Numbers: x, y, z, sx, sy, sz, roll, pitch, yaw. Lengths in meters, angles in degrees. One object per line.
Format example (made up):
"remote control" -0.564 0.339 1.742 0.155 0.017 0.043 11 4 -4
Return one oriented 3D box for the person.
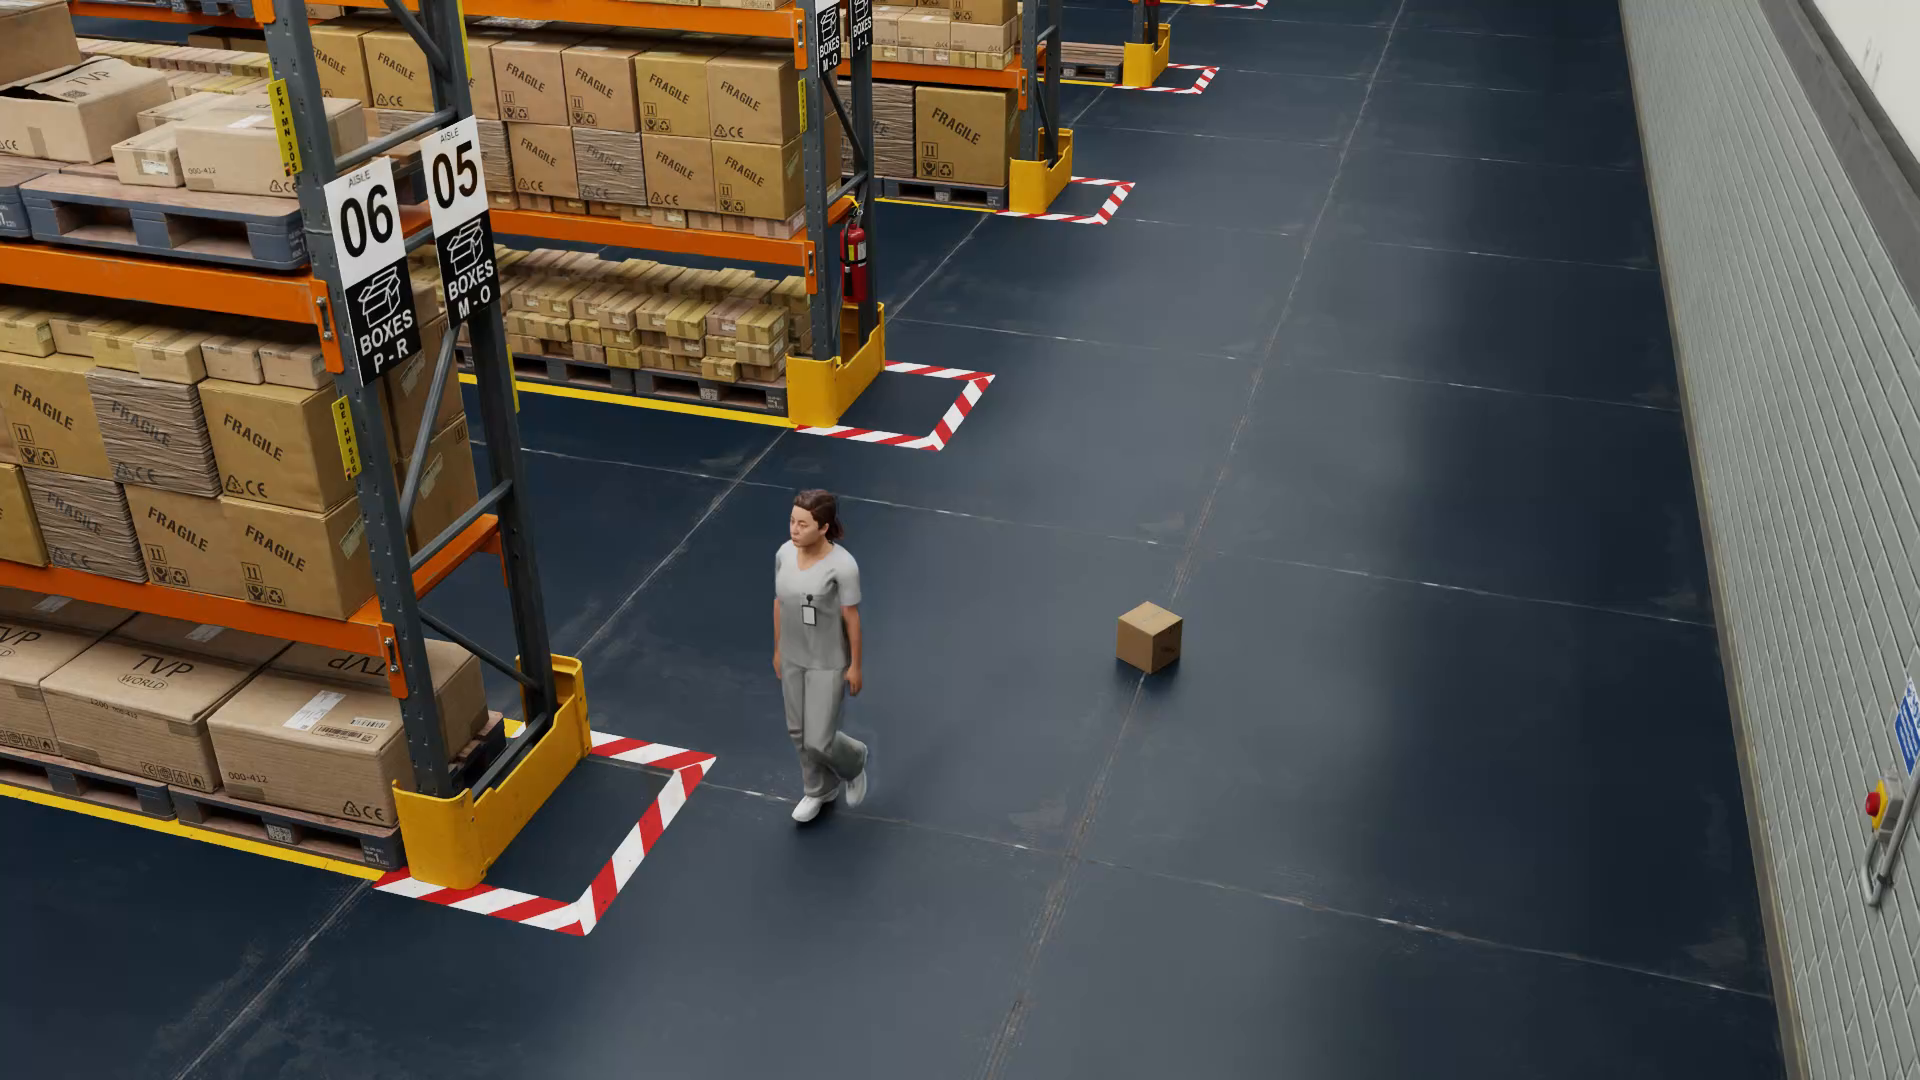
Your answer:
"person" -0.655 0.538 7.489 0.467 1.665 0.471 18 34 29
